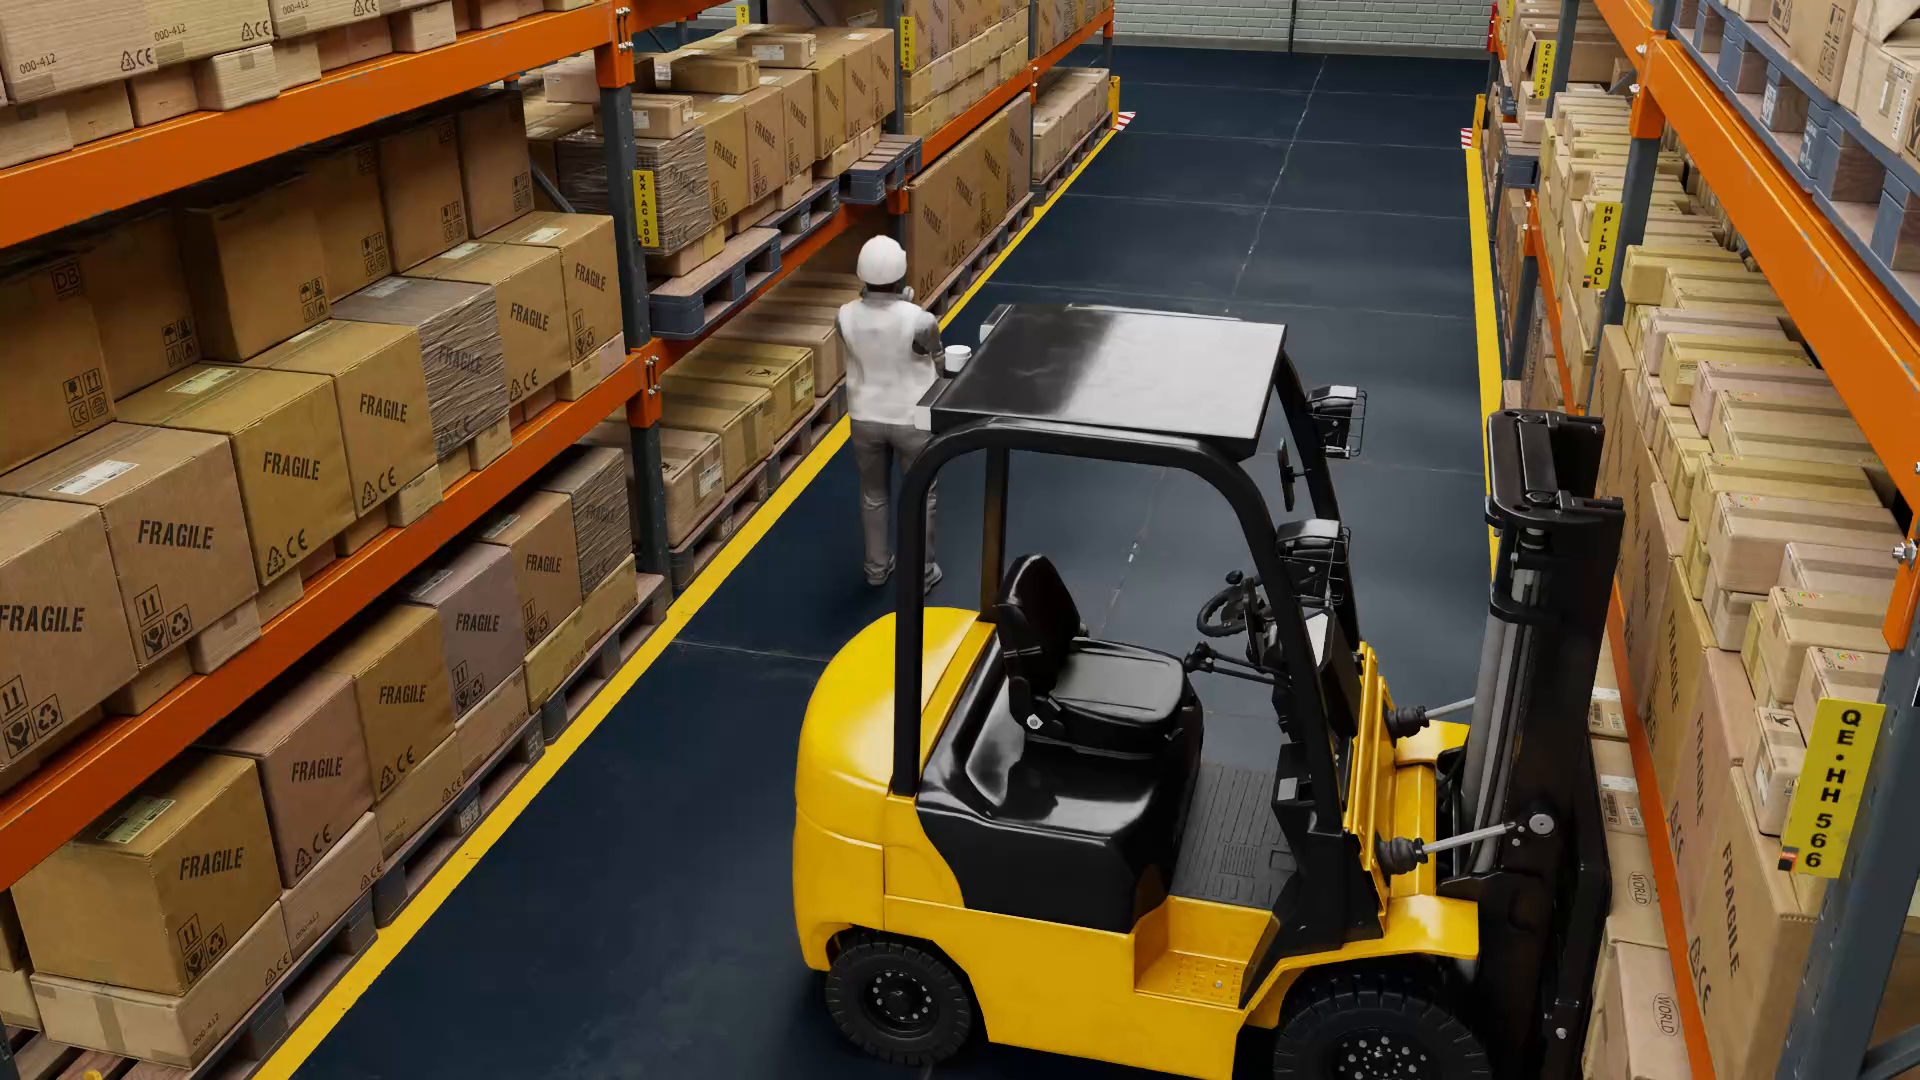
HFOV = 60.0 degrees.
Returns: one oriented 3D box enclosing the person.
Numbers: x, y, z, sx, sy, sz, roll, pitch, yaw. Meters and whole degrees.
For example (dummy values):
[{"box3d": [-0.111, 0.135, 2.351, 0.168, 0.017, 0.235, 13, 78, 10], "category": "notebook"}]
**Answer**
[{"box3d": [-0.308, -0.616, 7.901, 0.494, 1.762, 0.552, 6, 26, 13], "category": "person"}]
